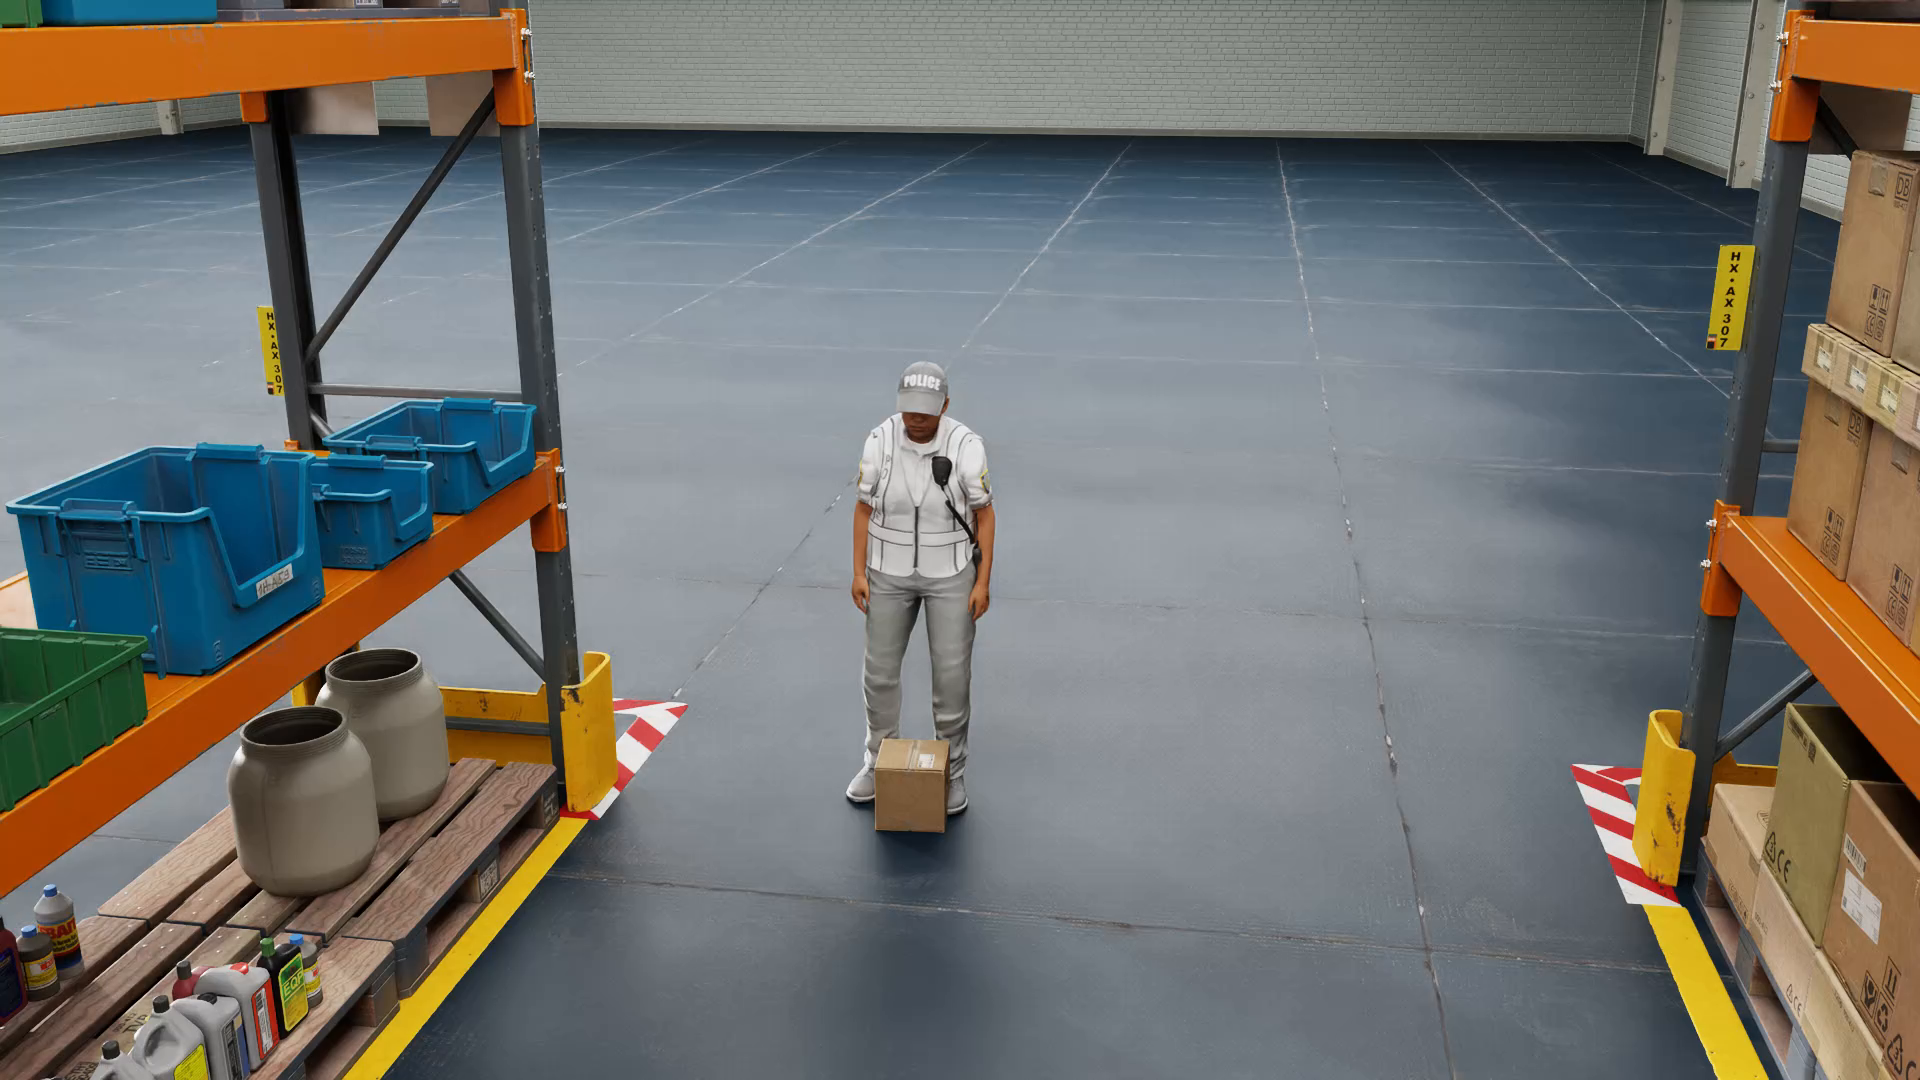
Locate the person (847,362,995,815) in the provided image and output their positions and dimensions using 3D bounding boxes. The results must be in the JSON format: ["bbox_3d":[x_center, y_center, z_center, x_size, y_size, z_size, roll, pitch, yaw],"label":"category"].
[{"bbox_3d":[-0.147,0.155,6.069,0.537,1.665,0.468,3,18,8],"label":"person"}]
